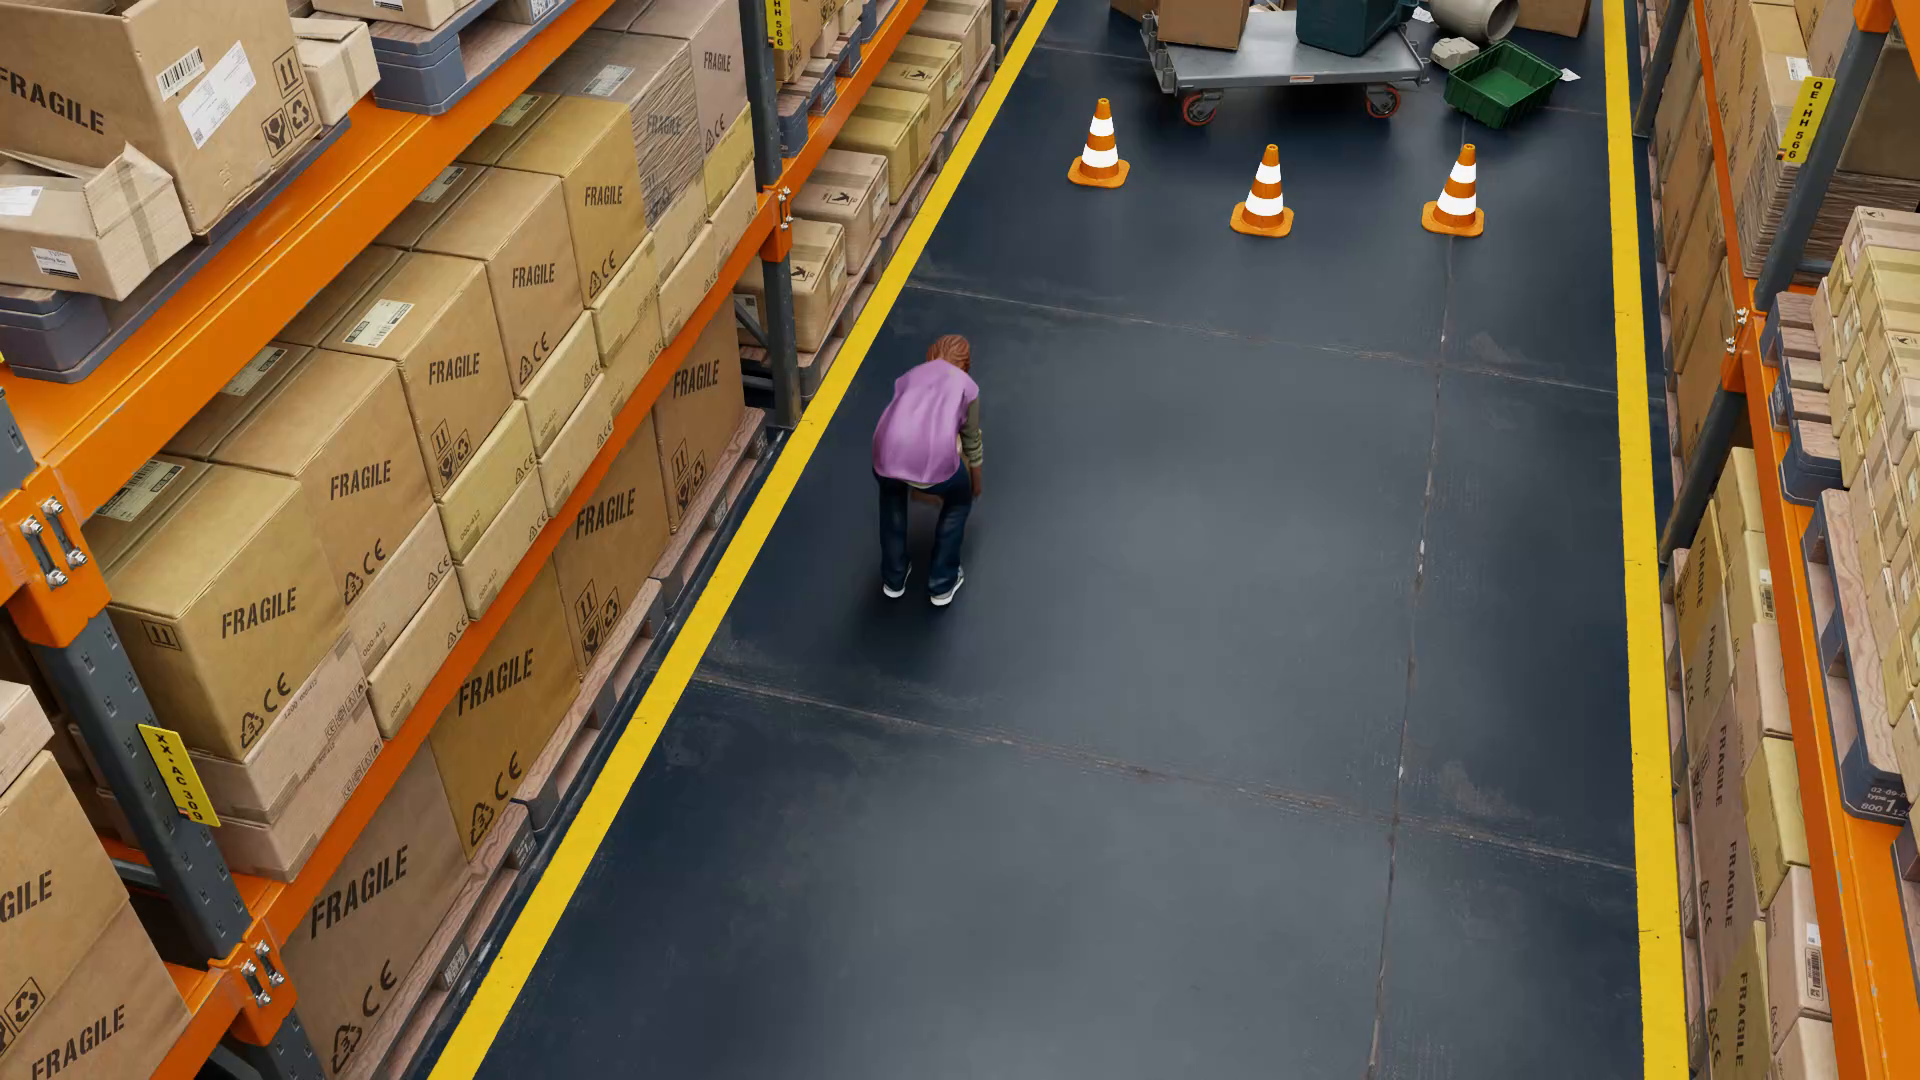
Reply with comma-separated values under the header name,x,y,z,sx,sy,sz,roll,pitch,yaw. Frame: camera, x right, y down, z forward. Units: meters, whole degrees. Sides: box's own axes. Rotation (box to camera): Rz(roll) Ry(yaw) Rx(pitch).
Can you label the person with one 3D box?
name,x,y,z,sx,sy,sz,roll,pitch,yaw
person,-0.116,-0.298,6.960,0.400,0.990,0.871,9,42,10
